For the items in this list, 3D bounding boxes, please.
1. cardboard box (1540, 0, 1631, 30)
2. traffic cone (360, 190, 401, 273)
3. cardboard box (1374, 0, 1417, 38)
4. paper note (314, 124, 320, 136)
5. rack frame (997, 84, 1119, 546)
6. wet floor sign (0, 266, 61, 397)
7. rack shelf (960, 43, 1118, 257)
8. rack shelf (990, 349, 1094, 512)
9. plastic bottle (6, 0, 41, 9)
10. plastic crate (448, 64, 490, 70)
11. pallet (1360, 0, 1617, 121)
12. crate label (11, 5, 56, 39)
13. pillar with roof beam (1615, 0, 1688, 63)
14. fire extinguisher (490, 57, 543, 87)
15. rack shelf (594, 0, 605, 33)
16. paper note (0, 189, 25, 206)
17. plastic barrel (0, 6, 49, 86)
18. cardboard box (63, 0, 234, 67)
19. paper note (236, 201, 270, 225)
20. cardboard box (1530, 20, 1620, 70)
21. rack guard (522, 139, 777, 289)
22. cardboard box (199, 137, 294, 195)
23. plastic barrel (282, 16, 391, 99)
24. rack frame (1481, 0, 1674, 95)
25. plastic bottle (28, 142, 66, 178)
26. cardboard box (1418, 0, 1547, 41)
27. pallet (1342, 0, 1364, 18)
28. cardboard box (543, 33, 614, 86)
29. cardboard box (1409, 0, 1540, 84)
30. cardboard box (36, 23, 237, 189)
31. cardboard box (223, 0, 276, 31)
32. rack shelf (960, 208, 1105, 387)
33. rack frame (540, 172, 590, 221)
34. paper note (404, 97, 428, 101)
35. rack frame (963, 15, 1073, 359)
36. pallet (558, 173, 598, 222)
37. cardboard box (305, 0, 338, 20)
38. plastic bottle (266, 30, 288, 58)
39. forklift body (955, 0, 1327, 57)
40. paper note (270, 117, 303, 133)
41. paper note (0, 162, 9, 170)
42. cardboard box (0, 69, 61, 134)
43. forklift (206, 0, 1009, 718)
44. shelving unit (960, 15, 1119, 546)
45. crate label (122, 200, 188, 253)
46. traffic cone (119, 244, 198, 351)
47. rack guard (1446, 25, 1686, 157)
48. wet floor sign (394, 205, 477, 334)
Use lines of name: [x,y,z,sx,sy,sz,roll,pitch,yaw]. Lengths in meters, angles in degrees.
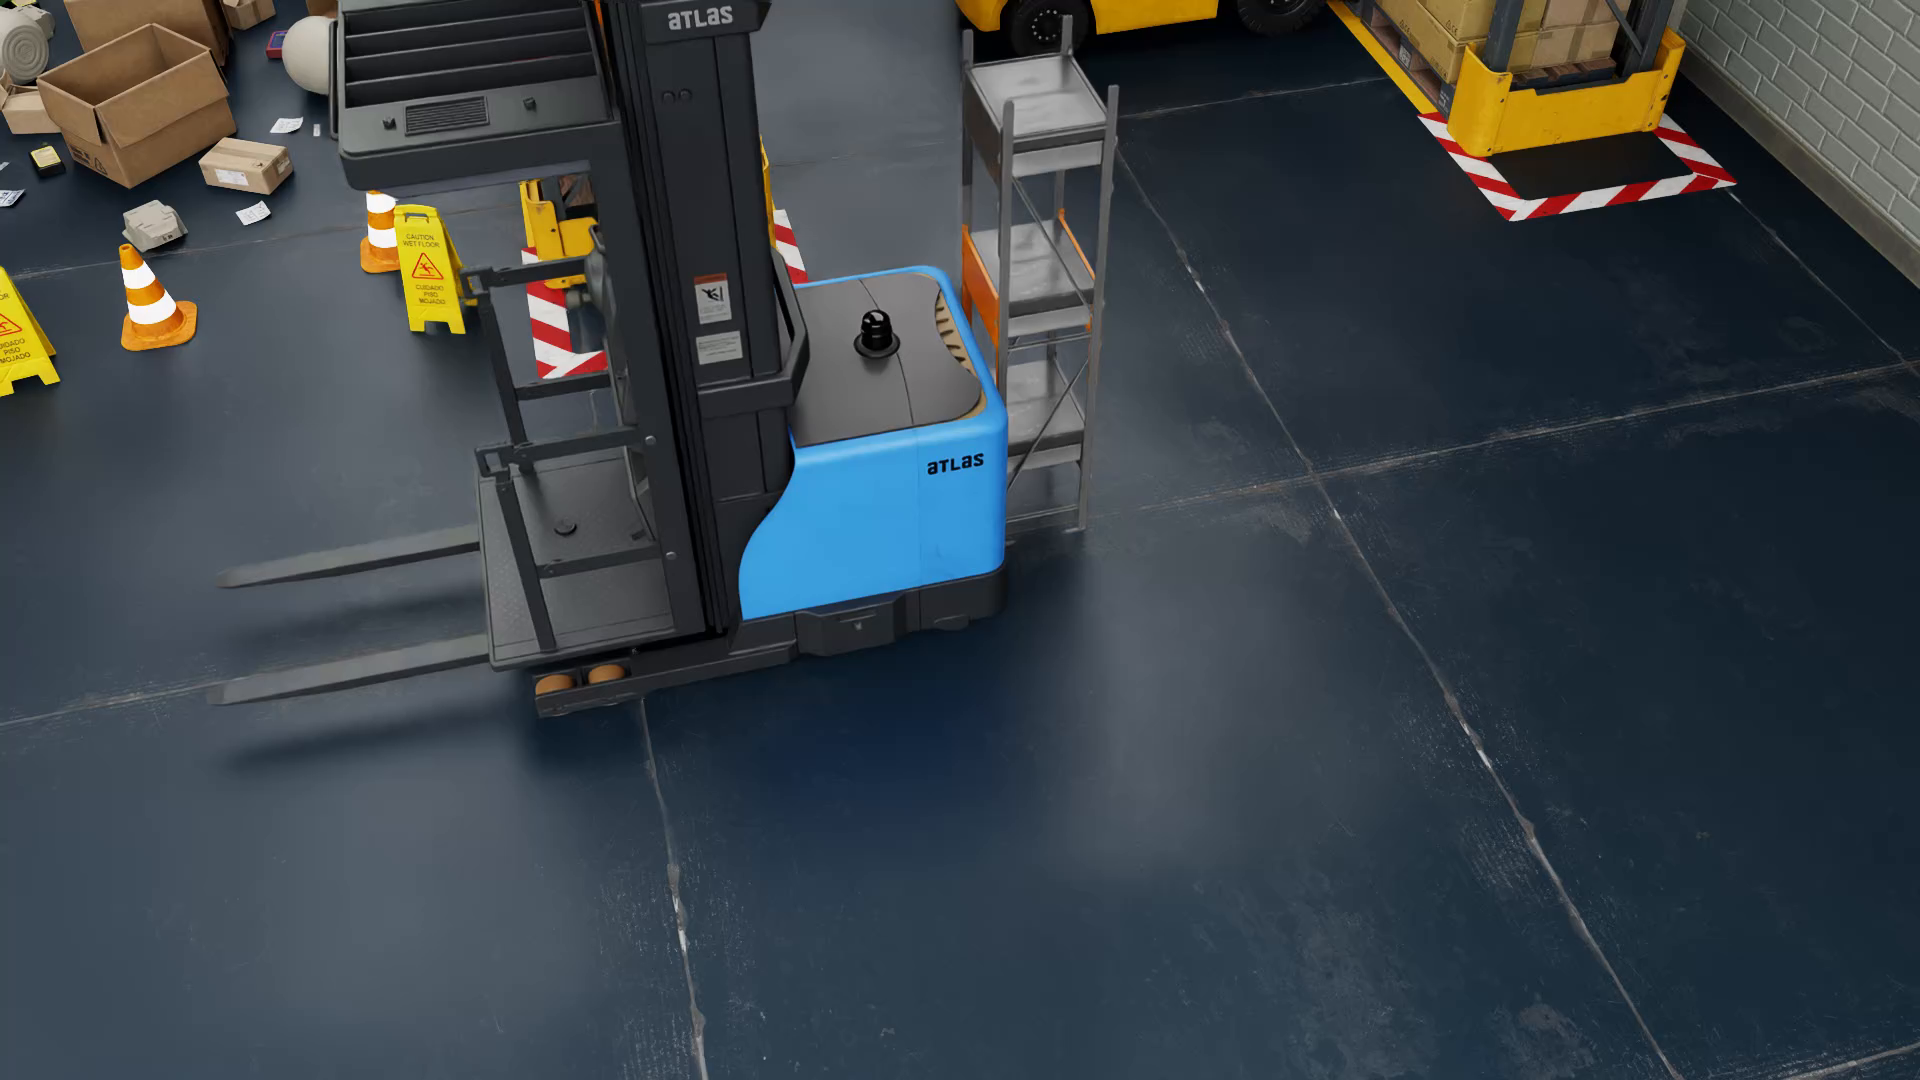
cardboard box: [3.370,-3.086,9.206,0.500,0.250,0.500,-10,46,-10]
traffic cone: [-2.865,-1.627,8.271,0.336,0.463,0.334,-11,47,-10]
cardboard box: [2.746,-3.160,9.628,0.500,0.250,0.500,-11,47,-10]
paper note: [-3.567,-2.274,9.222,0.032,0.001,0.123,-11,47,-10]
rack frame: [0.337,-0.743,6.259,0.400,2.100,0.015,-11,47,-11]
wet floor sign: [-4.345,-0.997,7.526,0.267,0.644,0.232,-18,48,-17]
rack shelf: [0.271,-1.391,5.933,0.431,0.518,0.480,-11,47,-11]
rack shelf: [0.271,-0.411,6.933,0.431,0.518,0.480,-11,47,-11]
plastic bottle: [-5.761,-3.297,10.189,0.133,0.061,0.283,-35,55,-30]
plastic crate: [-2.922,-2.959,9.845,0.402,0.080,0.583,-26,51,-24]
pallet: [3.053,-2.908,9.703,1.003,0.211,1.213,-11,47,-10]
crate label: [-5.571,-3.070,9.913,0.250,0.136,0.298,27,51,24]
pillar with roof beam: [-0.179,-5.322,5.916,9.100,9.000,0.400,-11,47,-10]
fire extinguisher: [-1.924,-2.263,7.173,0.296,0.674,0.183,-11,47,-10]
rack shelf: [-2.020,-3.583,8.915,1.077,0.370,4.000,-11,47,-10]
paper note: [-5.016,-1.803,8.748,0.144,0.017,0.142,4,46,4]
plastic barrel: [-5.518,-2.836,9.483,0.512,0.421,0.421,19,48,17]
cardboard box: [-4.652,-3.021,9.514,0.797,0.637,0.503,-11,47,-10]
paper note: [-3.674,-1.703,8.648,0.148,0.019,0.142,-26,51,-24]
cardboard box: [3.353,-2.923,9.396,0.500,0.250,0.500,-11,47,-10]
rack guard: [-1.527,-1.631,8.249,1.175,0.500,0.348,-11,47,-10]
cardboard box: [-3.796,-1.991,8.848,0.380,0.149,0.250,11,47,11]
plastic barrel: [-3.500,-2.701,9.351,0.512,0.421,0.421,19,48,17]
rack frame: [3.290,-3.364,8.197,1.000,3.000,0.127,-11,47,-10]
plastic bottle: [-4.937,-2.057,8.974,0.133,0.061,0.283,-26,51,-24]
cardboard box: [2.863,-3.002,9.124,0.500,0.250,0.500,-11,47,-11]
pallet: [2.745,-3.749,10.527,1.003,0.211,1.213,-11,47,-10]
cardboard box: [-1.965,-2.406,8.365,0.500,0.500,0.500,-10,46,-10]
cardboard box: [2.864,-2.815,9.290,0.500,0.250,0.500,-10,46,-10]
cardboard box: [-4.405,-2.330,8.931,0.637,0.503,0.797,27,51,24]
cardboard box: [-4.398,-3.303,10.052,0.396,0.266,0.258,27,51,24]
rack shelf: [0.271,-0.901,6.433,0.431,0.518,0.480,-11,47,-11]
rack frame: [-1.508,-2.454,7.305,1.000,3.000,0.127,-11,47,-10]
paper note: [-3.094,-2.526,9.455,0.142,0.019,0.148,-26,51,-24]
rack frame: [0.205,-1.078,6.587,0.400,2.100,0.015,-11,47,-11]
pallet: [-1.701,-2.097,8.908,1.003,0.211,1.213,-11,47,-10]
cardboard box: [-3.573,-3.353,9.934,0.500,0.500,0.500,19,48,17]
plastic bottle: [-4.014,-2.953,9.852,0.133,0.061,0.283,-3,46,-3]
forklift body: [1.041,-4.042,9.456,2.313,2.155,1.214,-11,47,-10]
paper note: [-3.746,-2.313,9.254,0.148,0.019,0.142,4,46,4]
paper note: [-5.172,-2.000,8.953,0.032,0.001,0.123,11,47,11]
cardboard box: [-5.070,-2.433,9.200,0.396,0.266,0.258,-3,46,-3]
forklift: [-1.386,-0.775,5.708,3.031,2.935,1.130,-11,47,-10]
shelving unit: [0.271,-0.911,6.423,0.431,2.100,0.503,-11,47,-11]
crate label: [-4.112,-1.606,8.479,0.250,0.136,0.298,-35,55,-30]
traffic cone: [-3.851,-1.189,7.842,0.336,0.463,0.334,-11,47,-10]
rack guard: [3.296,-2.472,9.073,1.175,0.500,0.348,-11,47,-10]
wet floor sign: [-2.493,-1.303,7.826,0.267,0.644,0.232,4,46,4]
